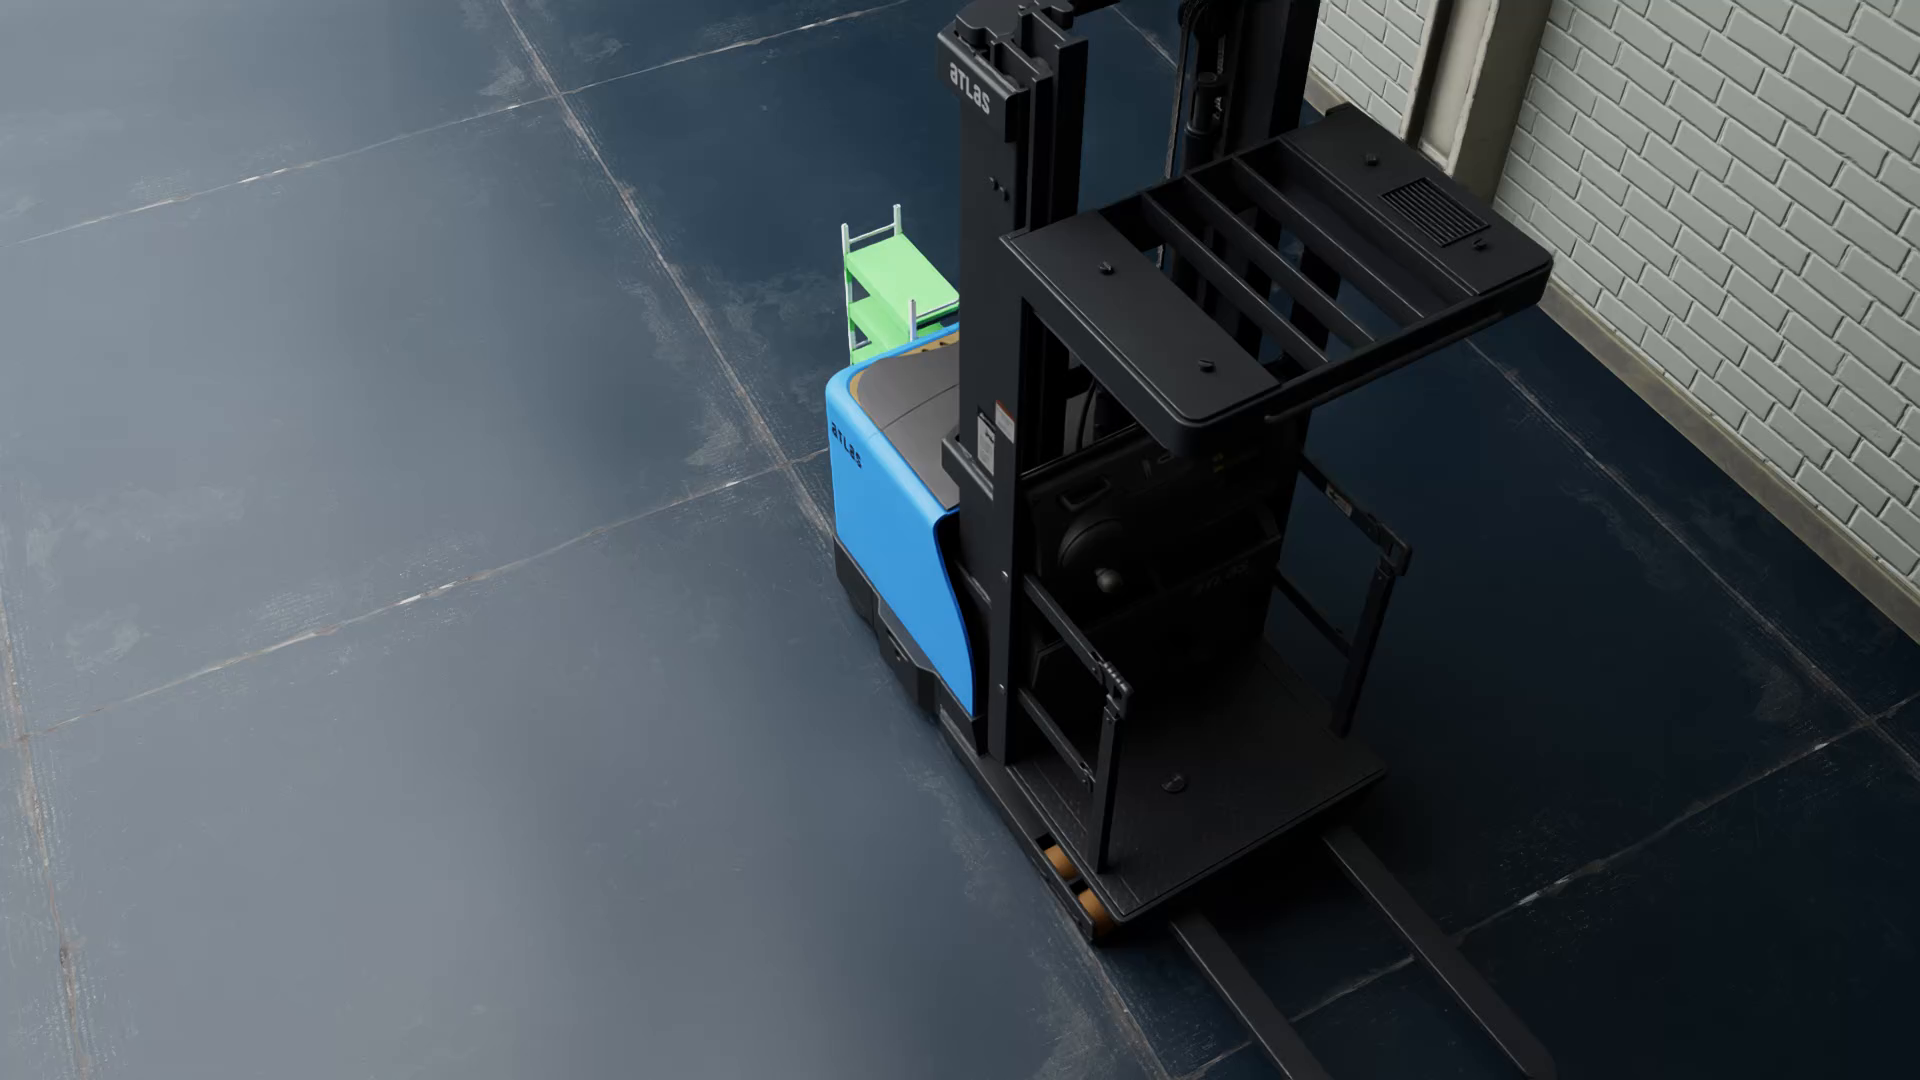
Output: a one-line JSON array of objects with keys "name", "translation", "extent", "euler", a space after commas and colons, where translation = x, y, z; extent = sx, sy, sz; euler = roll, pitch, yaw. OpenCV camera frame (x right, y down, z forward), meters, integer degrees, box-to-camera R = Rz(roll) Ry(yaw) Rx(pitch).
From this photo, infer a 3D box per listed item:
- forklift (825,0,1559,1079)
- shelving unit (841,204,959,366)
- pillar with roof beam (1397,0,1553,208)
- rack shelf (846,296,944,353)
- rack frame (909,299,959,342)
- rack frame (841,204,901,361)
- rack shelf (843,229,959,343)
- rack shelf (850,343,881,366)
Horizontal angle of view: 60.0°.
[{"name": "forklift", "translation": [0.714, -0.061, 4.749], "extent": [1.130, 2.935, 3.031], "euler": [-25, 53, -20]}, {"name": "shelving unit", "translation": [-0.199, -0.636, 6.402], "extent": [0.258, 1.200, 0.503], "euler": [-25, 53, -20]}, {"name": "pillar with roof beam", "translation": [-1.598, -2.940, 3.235], "extent": [9.100, 9.000, 0.400], "euler": [-21, 52, -18]}, {"name": "rack shelf", "translation": [-0.199, -0.752, 6.269], "extent": [0.258, 0.148, 0.480], "euler": [-25, 53, -20]}, {"name": "rack frame", "translation": [-0.072, -0.479, 6.264], "extent": [0.240, 1.200, 0.015], "euler": [-25, 53, -20]}, {"name": "rack frame", "translation": [-0.326, -0.793, 6.539], "extent": [0.240, 1.200, 0.015], "euler": [-25, 53, -20]}, {"name": "rack shelf", "translation": [-0.199, -0.910, 6.088], "extent": [0.258, 0.148, 0.480], "euler": [-25, 53, -20]}, {"name": "rack shelf", "translation": [-0.199, -0.594, 6.450], "extent": [0.258, 0.148, 0.480], "euler": [-25, 53, -20]}]
